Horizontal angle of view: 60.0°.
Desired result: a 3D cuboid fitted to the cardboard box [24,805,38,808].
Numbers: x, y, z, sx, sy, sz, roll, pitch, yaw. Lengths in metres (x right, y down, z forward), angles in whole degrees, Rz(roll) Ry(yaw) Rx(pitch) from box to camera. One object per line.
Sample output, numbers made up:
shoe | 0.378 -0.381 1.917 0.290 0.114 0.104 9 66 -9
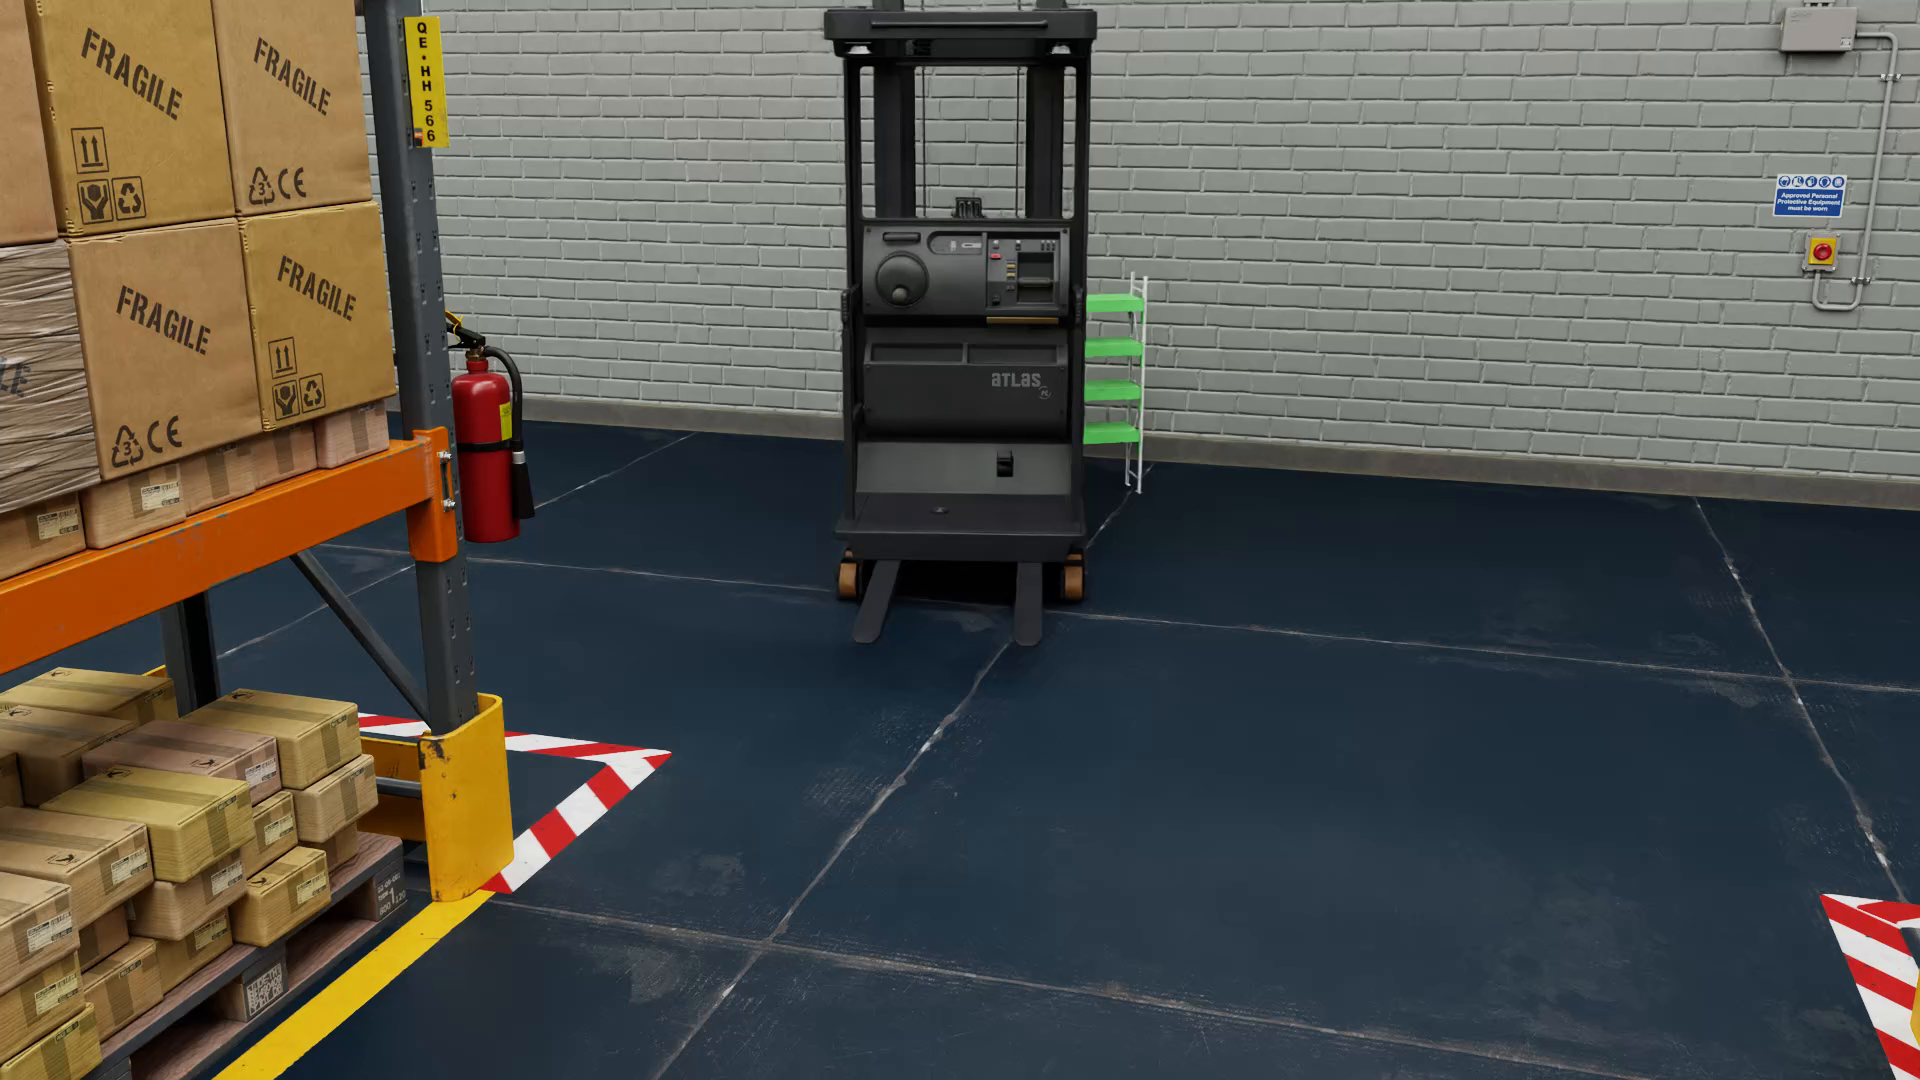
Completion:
cardboard box | -2.432 0.688 4.315 0.380 0.149 0.250 5 16 16

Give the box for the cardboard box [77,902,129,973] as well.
cardboard box | -2.102 0.863 3.701 0.380 0.149 0.250 4 16 15

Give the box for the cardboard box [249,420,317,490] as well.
cardboard box | -1.833 -0.232 4.111 0.380 0.149 0.250 5 16 16

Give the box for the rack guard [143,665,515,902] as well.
rack guard | -1.927 0.700 4.945 1.175 0.500 0.348 5 16 16

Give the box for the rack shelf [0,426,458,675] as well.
rack shelf | -2.473 0.347 2.927 1.077 0.370 4.000 5 16 16

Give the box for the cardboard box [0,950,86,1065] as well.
cardboard box | -2.062 0.937 3.439 0.380 0.149 0.250 5 17 17

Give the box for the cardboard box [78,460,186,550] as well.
cardboard box | -1.940 -0.097 3.634 0.380 0.149 0.250 5 17 17

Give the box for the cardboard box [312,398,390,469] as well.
cardboard box | -1.727 -0.294 4.330 0.380 0.149 0.250 5 16 16

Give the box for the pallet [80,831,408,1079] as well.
pallet | -2.191 1.049 4.245 1.003 0.211 1.213 5 16 16

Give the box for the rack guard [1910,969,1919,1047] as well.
rack guard | 2.876 1.031 3.777 1.175 0.500 0.348 5 16 16

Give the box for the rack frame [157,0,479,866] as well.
rack frame | -1.905 -0.522 4.674 1.000 3.000 0.127 5 16 16

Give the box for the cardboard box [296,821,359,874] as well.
cardboard box | -1.855 0.801 4.463 0.380 0.149 0.250 5 17 17

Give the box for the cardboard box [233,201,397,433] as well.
cardboard box | -1.786 -0.576 4.135 0.500 0.500 0.500 5 17 17

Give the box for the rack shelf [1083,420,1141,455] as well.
rack shelf | 0.733 -0.560 9.217 0.480 0.148 0.258 -3 16 -12

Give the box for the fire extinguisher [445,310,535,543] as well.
fire extinguisher | -1.391 -0.336 4.841 0.296 0.674 0.183 5 16 16

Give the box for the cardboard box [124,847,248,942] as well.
cardboard box | -1.927 0.800 3.920 0.380 0.149 0.250 4 16 14

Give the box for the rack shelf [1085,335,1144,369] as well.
rack shelf | 0.733 -1.021 9.086 0.480 0.148 0.258 -3 16 -12

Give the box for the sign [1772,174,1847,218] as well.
sign | 4.421 -1.792 8.654 0.327 0.218 0.001 5 16 16

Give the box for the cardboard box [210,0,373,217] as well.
cardboard box | -1.797 -1.056 3.993 0.500 0.500 0.500 4 16 15

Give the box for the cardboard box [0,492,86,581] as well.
cardboard box | -2.043 -0.030 3.399 0.380 0.149 0.250 4 16 13

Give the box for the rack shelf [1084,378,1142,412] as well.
rack shelf | 0.733 -0.791 9.152 0.480 0.148 0.258 -3 16 -12

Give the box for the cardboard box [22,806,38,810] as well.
cardboard box | -2.417 0.759 4.065 0.380 0.149 0.250 5 17 17

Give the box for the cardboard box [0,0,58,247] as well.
cardboard box | -2.080 -0.786 3.044 0.500 0.500 0.500 6 17 19

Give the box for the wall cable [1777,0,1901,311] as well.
wall cable | 4.450 -2.146 8.478 0.585 1.953 0.123 5 16 16

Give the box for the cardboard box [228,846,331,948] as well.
cardboard box | -1.831 0.876 4.198 0.380 0.149 0.250 5 17 18

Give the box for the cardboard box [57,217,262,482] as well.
cardboard box | -1.937 -0.442 3.661 0.500 0.500 0.500 4 16 15

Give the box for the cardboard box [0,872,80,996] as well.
cardboard box | -2.048 0.795 3.393 0.380 0.149 0.250 5 17 18

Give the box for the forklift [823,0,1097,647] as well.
forklift | 0.019 -1.224 7.273 1.130 2.935 3.031 1 16 3

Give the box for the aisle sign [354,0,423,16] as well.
aisle sign | -1.597 -1.769 4.304 0.394 0.787 0.004 5 16 16

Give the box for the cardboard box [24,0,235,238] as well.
cardboard box | -1.941 -0.923 3.526 0.500 0.500 0.500 4 16 14

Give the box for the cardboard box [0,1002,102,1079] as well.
cardboard box | -2.058 1.076 3.494 0.380 0.149 0.250 4 16 13

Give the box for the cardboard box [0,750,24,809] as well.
cardboard box | -2.537 0.609 4.050 0.380 0.149 0.250 5 16 16

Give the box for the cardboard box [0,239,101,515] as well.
cardboard box | -2.072 -0.308 3.191 0.500 0.500 0.500 5 16 16

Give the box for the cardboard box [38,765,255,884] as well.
cardboard box | -1.891 0.658 3.877 0.380 0.149 0.250 4 16 15

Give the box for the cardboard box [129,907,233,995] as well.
cardboard box | -1.988 0.939 3.978 0.380 0.149 0.250 5 16 16

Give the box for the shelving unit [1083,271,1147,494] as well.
shelving unit | 0.733 -0.852 9.134 0.503 1.200 0.258 -3 16 -12

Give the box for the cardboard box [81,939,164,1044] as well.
cardboard box | -2.046 1.004 3.747 0.380 0.149 0.250 5 17 16

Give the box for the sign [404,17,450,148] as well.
sign | -1.379 -1.183 4.303 0.100 0.325 0.005 5 16 16

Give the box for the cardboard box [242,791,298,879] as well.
cardboard box | -1.907 0.728 4.174 0.380 0.149 0.250 4 16 15

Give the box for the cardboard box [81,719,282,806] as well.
cardboard box | -1.939 0.580 4.151 0.380 0.149 0.250 5 17 17

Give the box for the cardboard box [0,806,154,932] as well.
cardboard box | -2.025 0.721 3.656 0.380 0.149 0.250 4 16 14

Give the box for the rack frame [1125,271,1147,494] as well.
rack frame | 0.972 -0.866 9.184 0.015 1.200 0.240 -3 16 -12

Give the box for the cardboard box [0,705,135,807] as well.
cardboard box | -2.343 0.553 4.247 0.380 0.149 0.250 5 17 17

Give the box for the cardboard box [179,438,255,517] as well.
cardboard box | -1.890 -0.165 3.876 0.380 0.149 0.250 4 16 15

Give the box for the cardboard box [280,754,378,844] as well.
cardboard box | -1.781 0.664 4.400 0.380 0.149 0.250 4 16 14

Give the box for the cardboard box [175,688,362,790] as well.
cardboard box | -1.813 0.519 4.367 0.380 0.149 0.250 5 17 17

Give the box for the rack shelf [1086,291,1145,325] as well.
rack shelf | 0.733 -1.252 9.021 0.480 0.148 0.258 -3 16 -12

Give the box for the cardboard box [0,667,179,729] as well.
cardboard box | -2.380 0.472 4.534 0.380 0.149 0.250 4 16 13
